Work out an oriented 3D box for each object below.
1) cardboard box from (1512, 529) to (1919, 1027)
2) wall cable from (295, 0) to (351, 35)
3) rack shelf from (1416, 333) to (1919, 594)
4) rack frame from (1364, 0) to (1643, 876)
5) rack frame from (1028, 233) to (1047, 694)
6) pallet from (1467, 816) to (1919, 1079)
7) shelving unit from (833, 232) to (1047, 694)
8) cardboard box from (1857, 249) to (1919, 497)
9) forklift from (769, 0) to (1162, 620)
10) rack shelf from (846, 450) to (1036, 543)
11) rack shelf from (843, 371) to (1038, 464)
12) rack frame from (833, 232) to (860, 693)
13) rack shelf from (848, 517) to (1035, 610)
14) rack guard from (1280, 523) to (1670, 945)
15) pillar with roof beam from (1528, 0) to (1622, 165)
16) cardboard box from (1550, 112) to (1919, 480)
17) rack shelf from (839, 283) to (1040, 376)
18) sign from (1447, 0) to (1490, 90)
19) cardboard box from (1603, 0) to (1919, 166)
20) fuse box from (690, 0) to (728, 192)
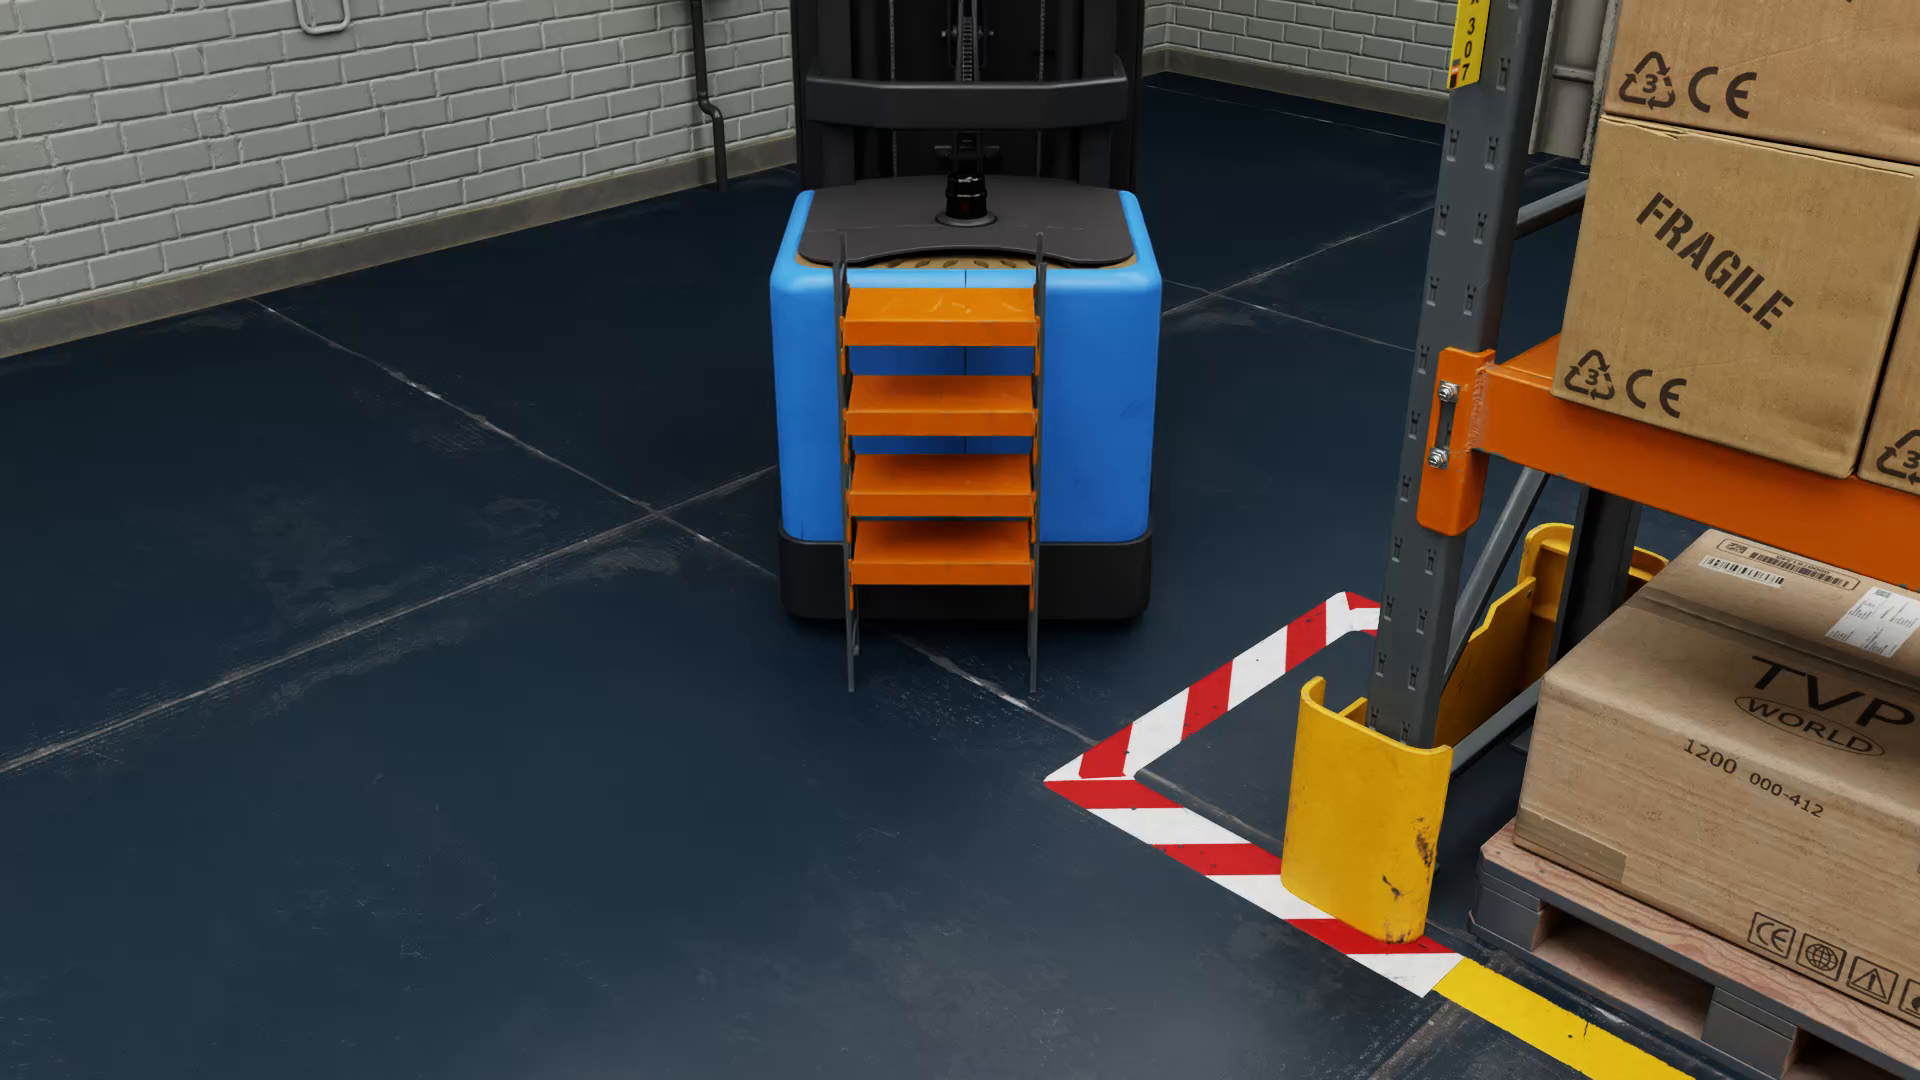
[{"bbox_3d":[1.791,0.447,3.479,0.875,0.438,0.875,23,36,37],"label":"cardboard box"},{"bbox_3d":[-2.786,-2.979,6.568,0.123,1.953,0.585,25,36,38],"label":"wall cable"},{"bbox_3d":[2.677,0.287,2.254,4.000,0.370,1.077,25,36,38],"label":"rack shelf"},{"bbox_3d":[1.251,-0.684,3.327,0.127,3.000,1.000,25,36,38],"label":"rack frame"},{"bbox_3d":[0.197,-0.174,4.292,0.015,1.200,0.240,0,28,0],"label":"rack frame"},{"bbox_3d":[1.876,0.786,3.529,1.213,0.211,1.003,25,36,38],"label":"pallet"},{"bbox_3d":[-0.047,-0.175,4.293,0.503,1.200,0.258,0,28,0],"label":"shelving unit"},{"bbox_3d":[1.772,-0.320,2.529,0.500,0.500,0.500,24,36,38],"label":"cardboard box"},{"bbox_3d":[0.024,-1.715,5.362,1.130,2.935,3.031,0,28,0],"label":"forklift"},{"bbox_3d":[-0.047,-0.115,4.325,0.480,0.148,0.258,0,28,0],"label":"rack shelf"},{"bbox_3d":[-0.047,-0.313,4.220,0.480,0.148,0.258,0,28,0],"label":"rack shelf"},{"bbox_3d":[-0.291,-0.176,4.295,0.015,1.200,0.240,0,28,0],"label":"rack frame"},{"bbox_3d":[-0.047,0.060,4.417,0.480,0.148,0.258,0,28,0],"label":"rack shelf"},{"bbox_3d":[1.234,0.415,3.924,0.348,0.500,1.175,25,36,38],"label":"rack guard"},{"bbox_3d":[0.419,-4.738,4.591,0.400,9.000,9.100,25,36,38],"label":"pillar with roof beam"},{"bbox_3d":[1.392,-0.476,2.825,0.500,0.500,0.500,24,36,38],"label":"cardboard box"},{"bbox_3d":[-0.047,-0.523,4.110,0.480,0.148,0.258,0,28,0],"label":"rack shelf"},{"bbox_3d":[0.857,-0.920,2.761,0.005,0.325,0.100,25,36,38],"label":"sign"},{"bbox_3d":[1.393,-0.919,2.594,0.500,0.500,0.500,24,36,37],"label":"cardboard box"},{"bbox_3d":[-1.210,-2.595,8.347,0.414,1.711,0.539,25,36,38],"label":"fuse box"}]
